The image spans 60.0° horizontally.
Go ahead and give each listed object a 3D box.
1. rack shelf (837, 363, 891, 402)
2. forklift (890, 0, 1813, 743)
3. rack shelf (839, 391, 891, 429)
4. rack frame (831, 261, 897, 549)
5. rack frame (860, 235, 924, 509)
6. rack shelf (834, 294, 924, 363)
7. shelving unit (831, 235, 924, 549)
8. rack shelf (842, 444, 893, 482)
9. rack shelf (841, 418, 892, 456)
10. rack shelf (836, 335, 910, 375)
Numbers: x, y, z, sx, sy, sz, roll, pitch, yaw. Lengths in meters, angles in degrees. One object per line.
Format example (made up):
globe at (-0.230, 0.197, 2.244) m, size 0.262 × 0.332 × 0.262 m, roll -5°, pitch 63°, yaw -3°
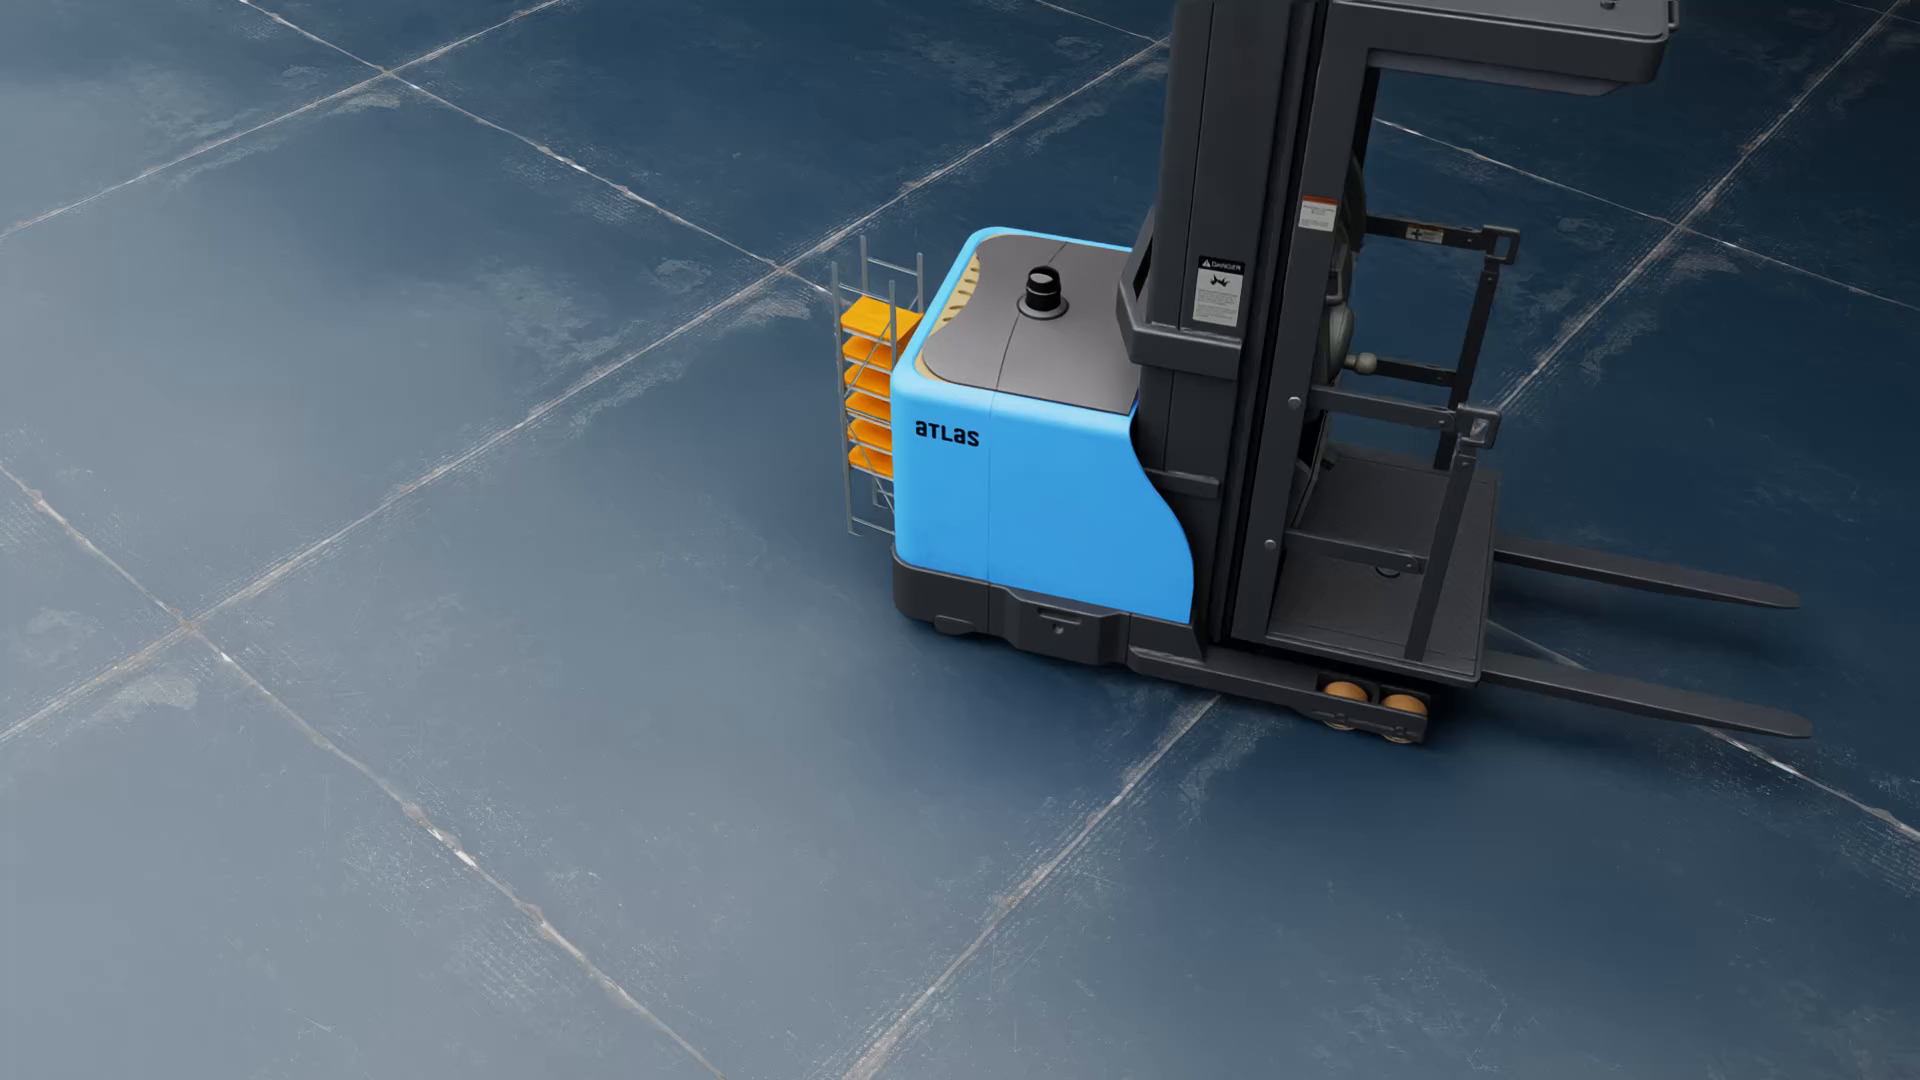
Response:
rack shelf at (-0.273, -0.543, 5.843) m, size 0.258 × 0.103 × 0.180 m, roll 20°, pitch 46°, yaw 21°
forklift at (1.338, -0.814, 4.967) m, size 3.031 × 2.935 × 1.130 m, roll 12°, pitch 44°, yaw 13°
rack shelf at (-0.273, -0.455, 5.924) m, size 0.258 × 0.103 × 0.180 m, roll 20°, pitch 46°, yaw 21°
rack frame at (-0.317, -0.433, 5.835) m, size 0.240 × 1.200 × 0.006 m, roll 20°, pitch 46°, yaw 21°
rack frame at (-0.229, -0.541, 5.953) m, size 0.240 × 1.200 × 0.006 m, roll 20°, pitch 46°, yaw 21°
rack shelf at (-0.273, -0.721, 5.682) m, size 0.258 × 0.103 × 0.180 m, roll 20°, pitch 46°, yaw 21°
shelving unit at (-0.273, -0.487, 5.894) m, size 0.258 × 1.200 × 0.189 m, roll 20°, pitch 46°, yaw 21°
rack shelf at (-0.273, -0.277, 6.085) m, size 0.258 × 0.103 × 0.180 m, roll 20°, pitch 46°, yaw 21°
rack shelf at (-0.273, -0.366, 6.005) m, size 0.258 × 0.103 × 0.180 m, roll 20°, pitch 46°, yaw 21°
rack shelf at (-0.273, -0.632, 5.763) m, size 0.258 × 0.103 × 0.180 m, roll 20°, pitch 46°, yaw 21°
